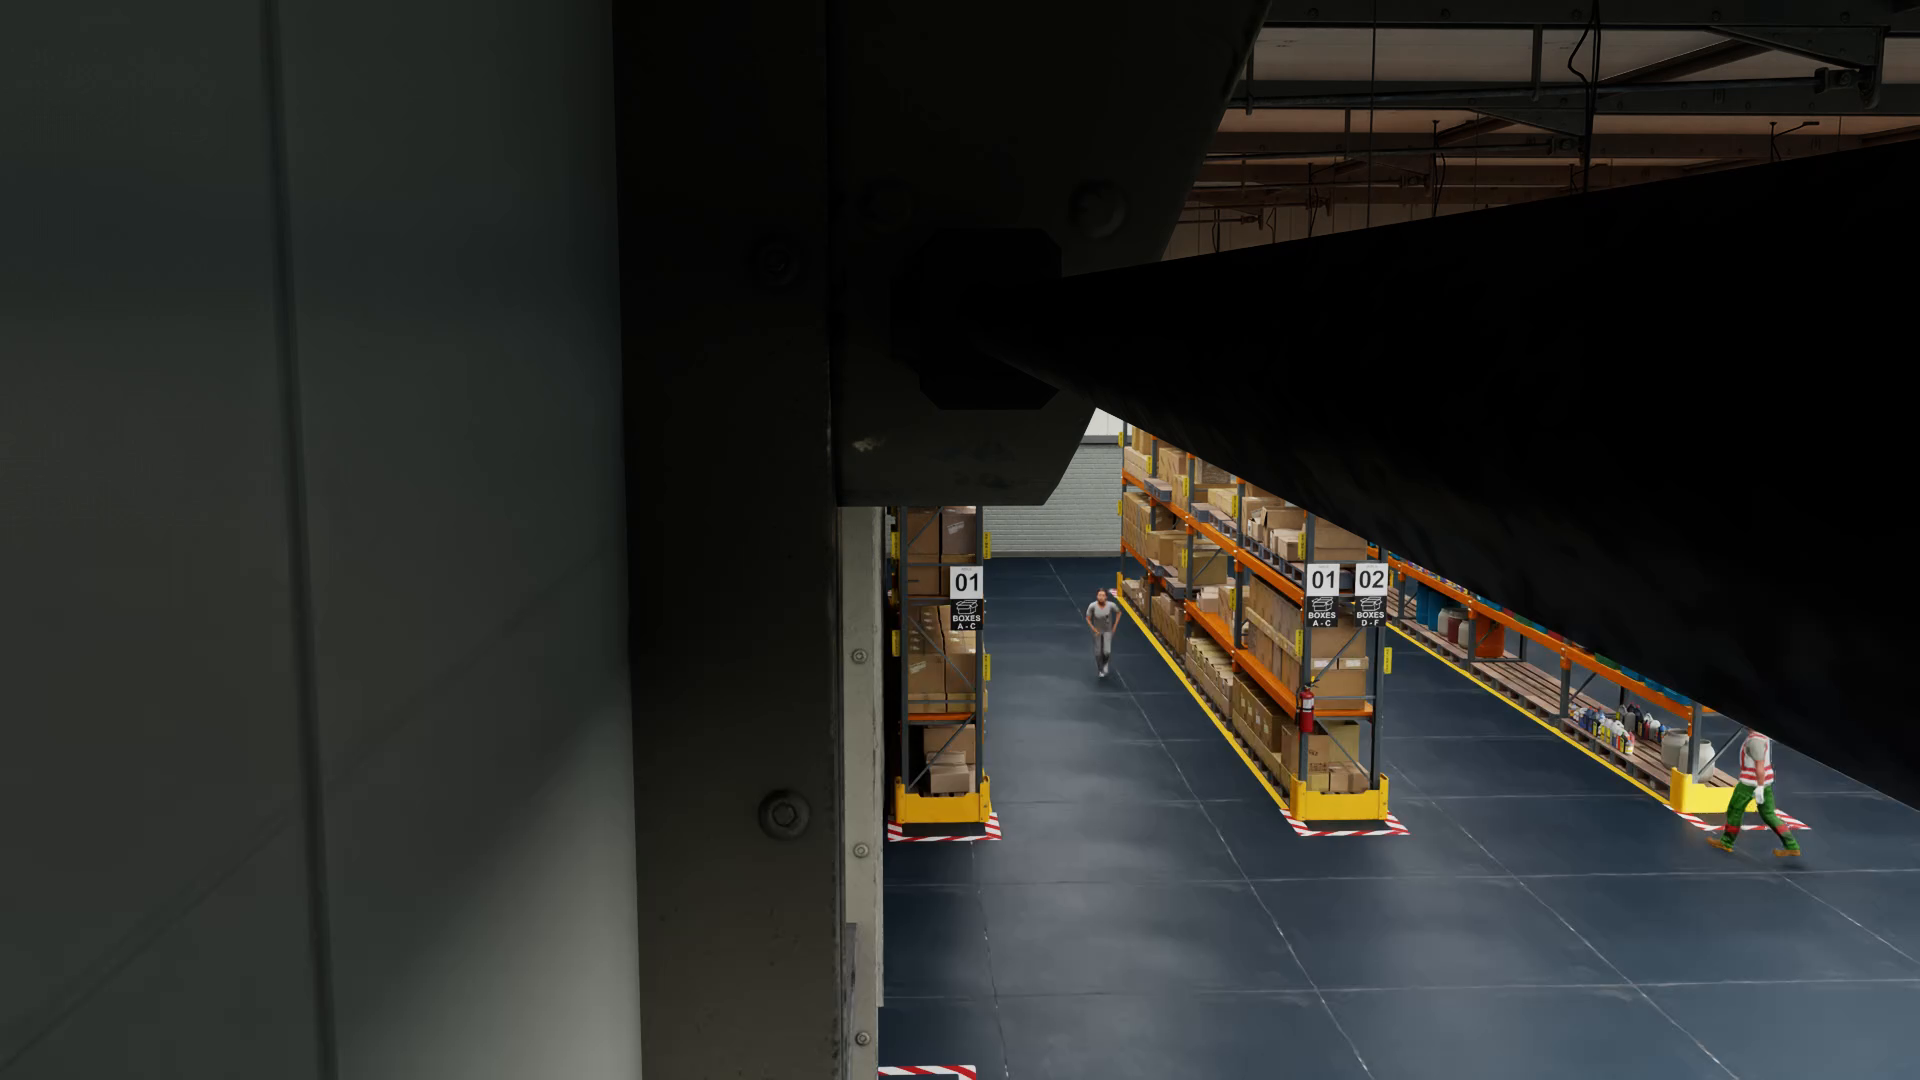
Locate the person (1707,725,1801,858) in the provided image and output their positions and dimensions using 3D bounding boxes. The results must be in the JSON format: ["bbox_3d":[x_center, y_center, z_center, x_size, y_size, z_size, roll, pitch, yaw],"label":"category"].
[{"bbox_3d":[9.205,2.794,19.161,0.532,1.752,1.026,-6,10,-37],"label":"person"}]

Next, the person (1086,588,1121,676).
[{"bbox_3d":[2.448,1.575,28.362,0.598,1.583,0.699,1,8,6],"label":"person"}]
